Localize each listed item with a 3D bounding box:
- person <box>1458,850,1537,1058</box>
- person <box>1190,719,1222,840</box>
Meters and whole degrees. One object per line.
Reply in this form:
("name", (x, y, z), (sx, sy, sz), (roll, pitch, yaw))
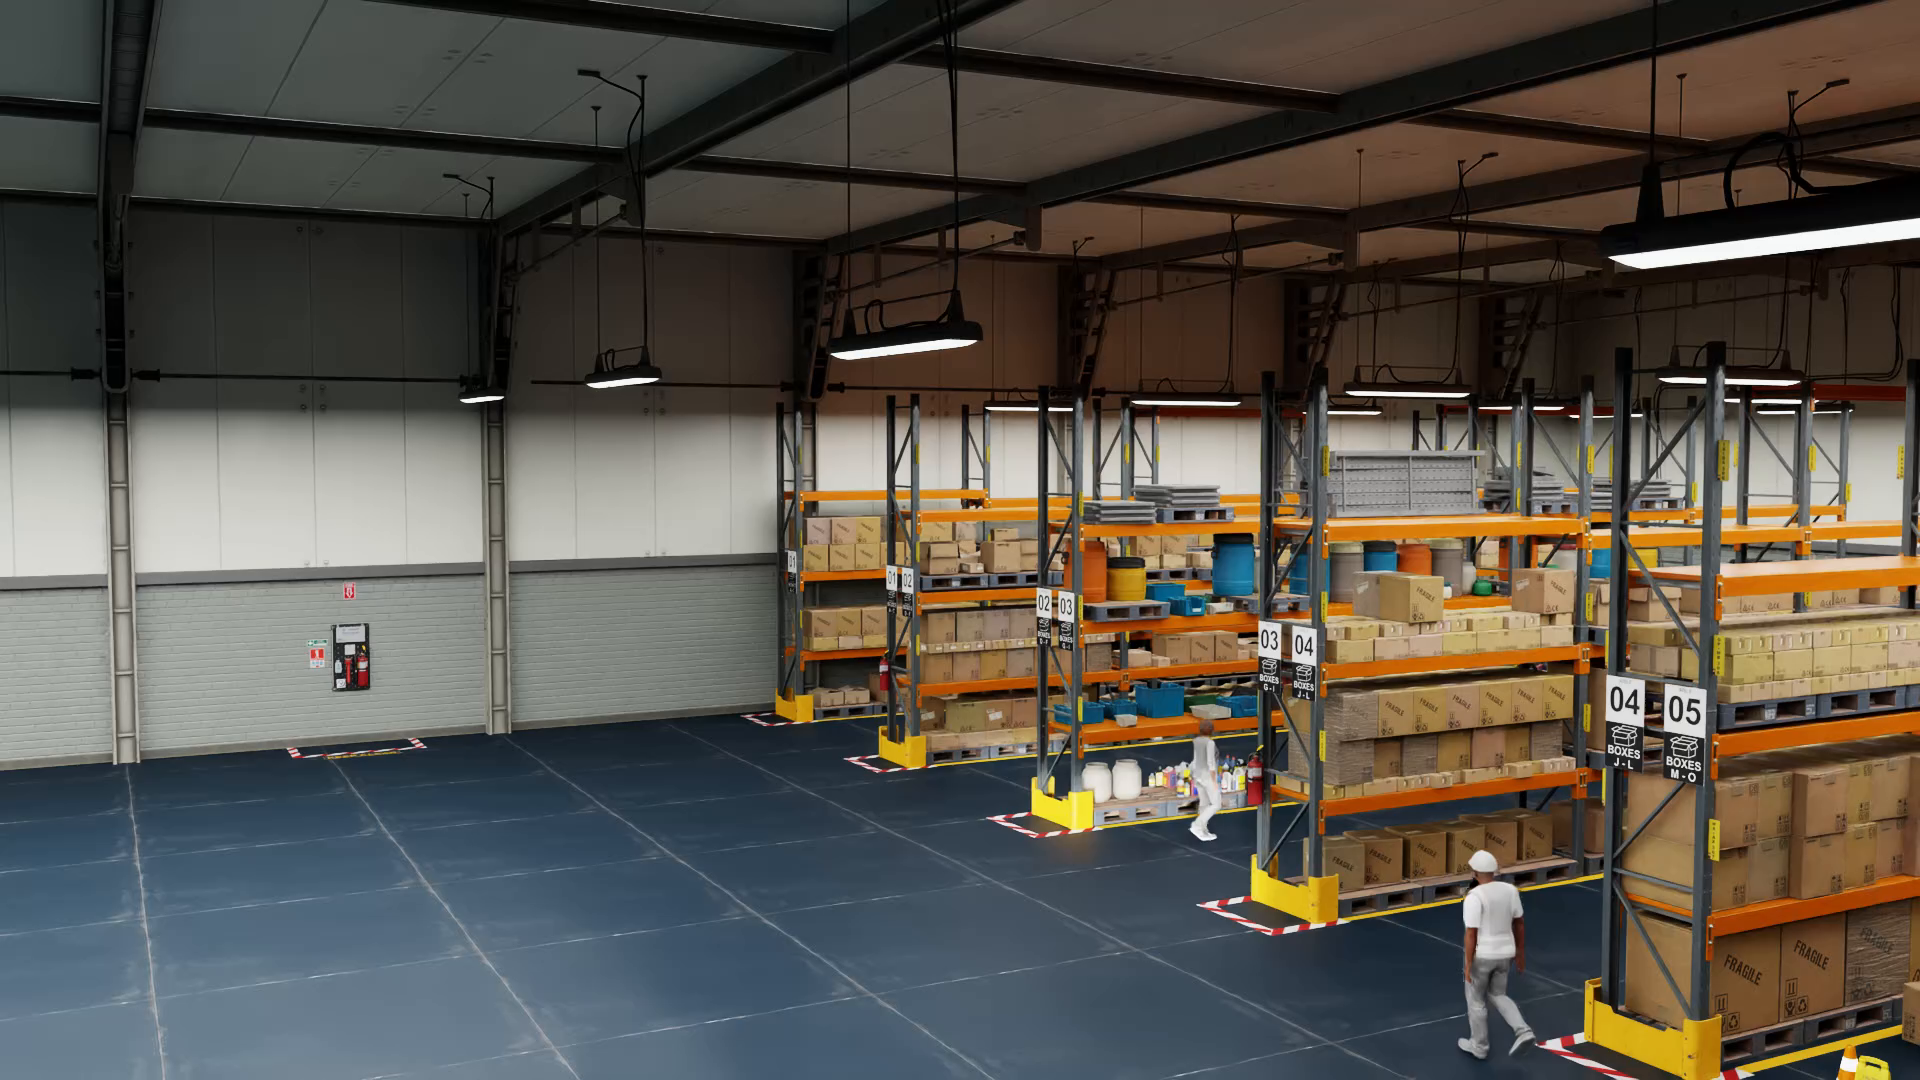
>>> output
("person", (4.493, 3.493, 13.928), (0.582, 1.748, 0.716), (-1, 3, -22))
("person", (3.180, 3.149, 21.718), (0.468, 1.583, 0.462), (-2, 4, -28))
